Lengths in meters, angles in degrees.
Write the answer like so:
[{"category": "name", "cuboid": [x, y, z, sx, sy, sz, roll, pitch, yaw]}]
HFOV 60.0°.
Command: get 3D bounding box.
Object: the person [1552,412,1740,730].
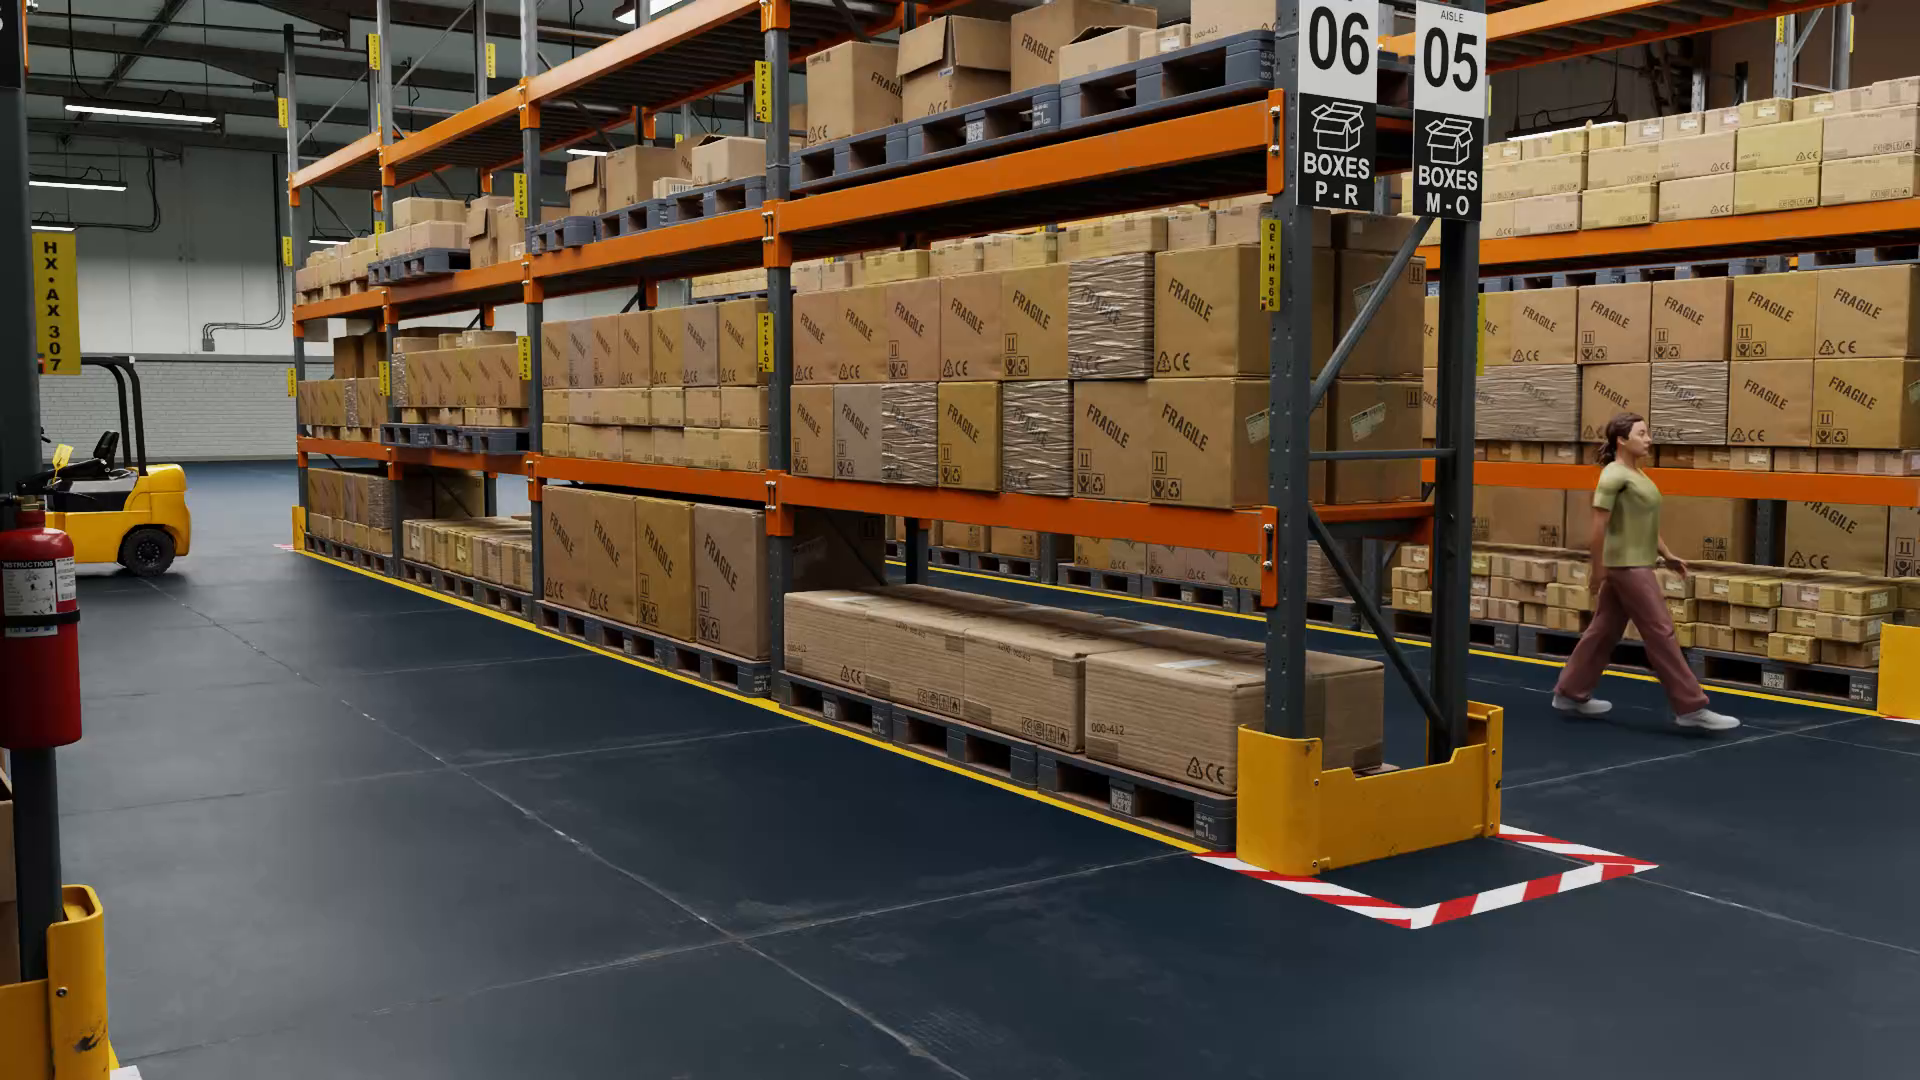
[{"category": "person", "cuboid": [3.618, 0.140, 8.721, 0.966, 1.619, 0.461, 3, 6, 35]}]
